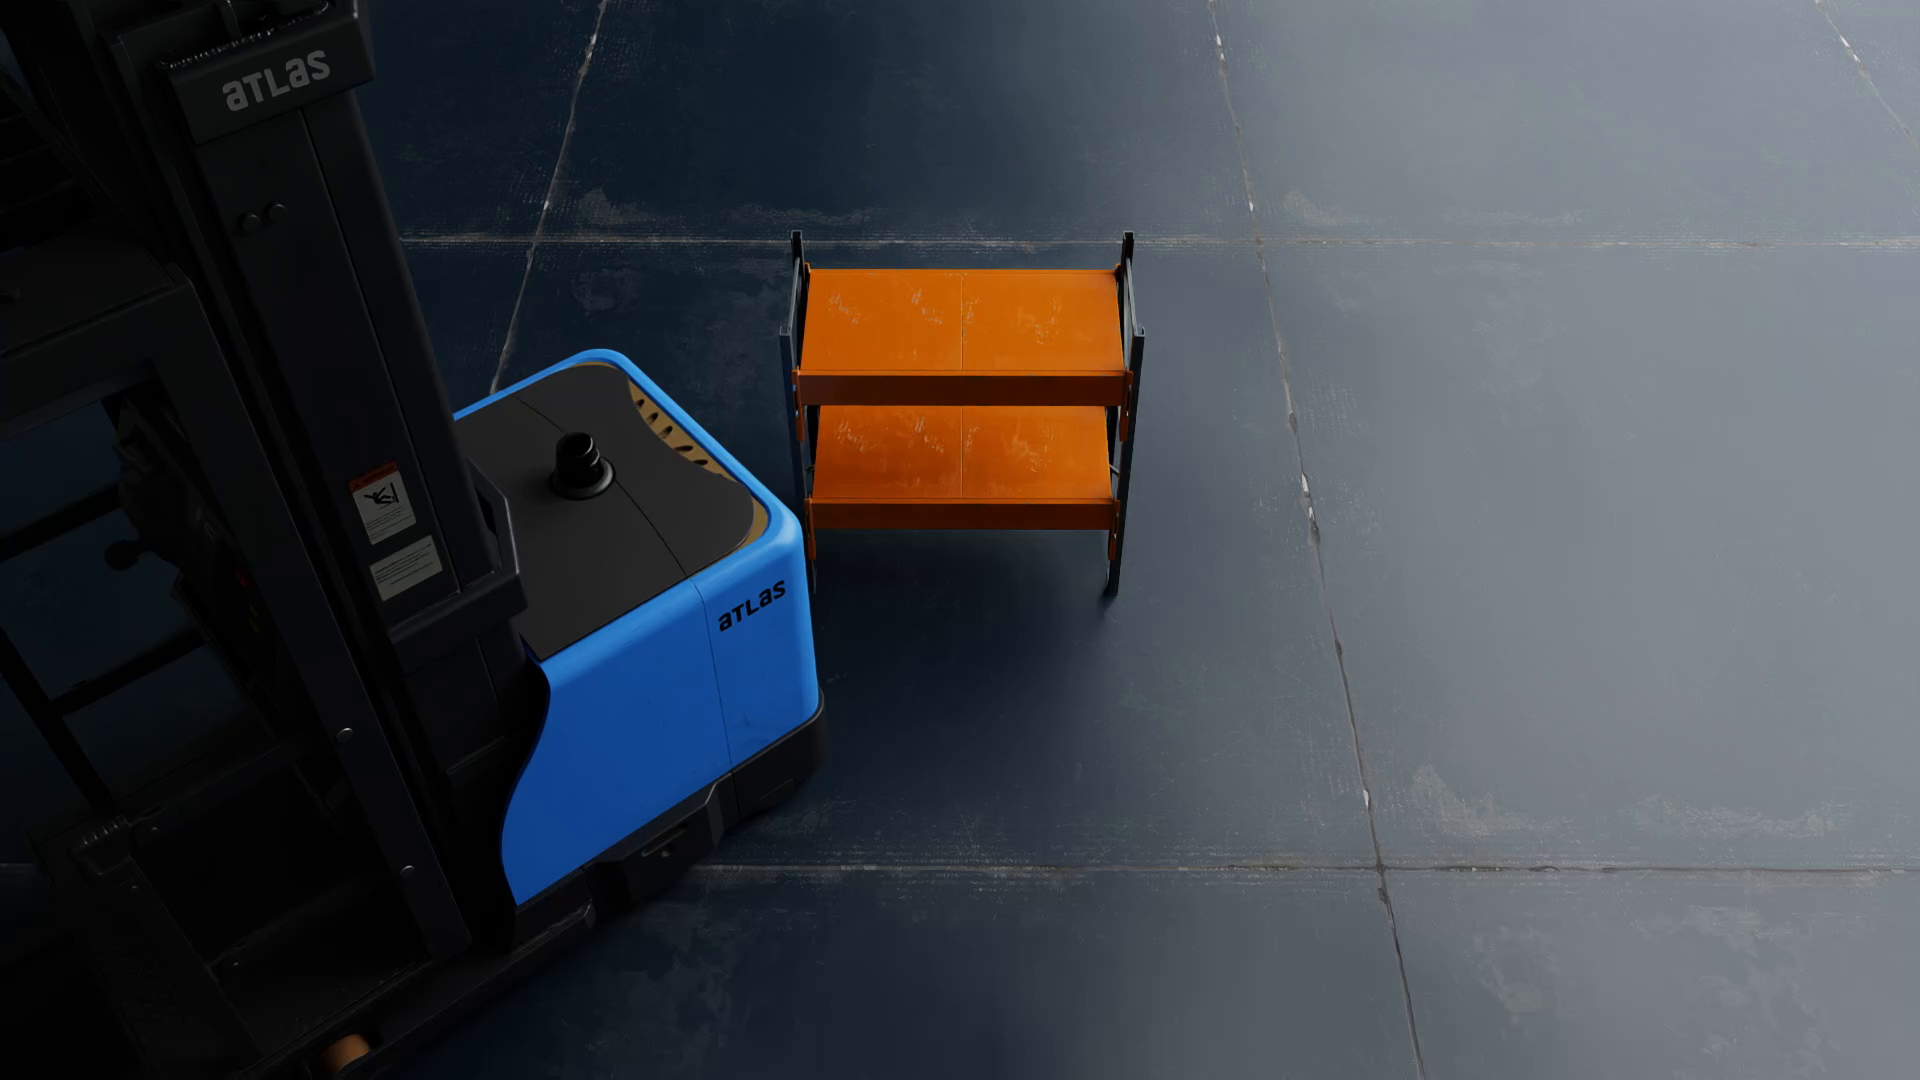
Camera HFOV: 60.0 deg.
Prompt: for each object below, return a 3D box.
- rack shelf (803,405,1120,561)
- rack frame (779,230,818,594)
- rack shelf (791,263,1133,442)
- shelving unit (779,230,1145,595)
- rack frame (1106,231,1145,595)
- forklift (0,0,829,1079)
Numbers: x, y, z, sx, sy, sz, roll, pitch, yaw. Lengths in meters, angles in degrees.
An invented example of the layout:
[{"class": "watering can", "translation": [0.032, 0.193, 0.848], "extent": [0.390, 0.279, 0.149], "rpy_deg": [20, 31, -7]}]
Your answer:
[{"class": "rack shelf", "translation": [0.007, -0.217, 5.517], "extent": [1.000, 0.278, 0.538], "rpy_deg": [0, 47, 0]}, {"class": "rack frame", "translation": [-0.502, -0.385, 5.340], "extent": [0.032, 1.125, 0.500], "rpy_deg": [0, 47, 0]}, {"class": "rack shelf", "translation": [0.007, -0.583, 5.124], "extent": [1.000, 0.278, 0.538], "rpy_deg": [0, 47, 0]}, {"class": "shelving unit", "translation": [0.007, -0.383, 5.338], "extent": [1.048, 1.125, 0.538], "rpy_deg": [0, 47, 0]}, {"class": "rack frame", "translation": [0.515, -0.382, 5.337], "extent": [0.032, 1.125, 0.500], "rpy_deg": [0, 47, 0]}, {"class": "forklift", "translation": [-1.853, 0.115, 3.641], "extent": [3.031, 2.935, 1.130], "rpy_deg": [-32, 55, -26]}]
